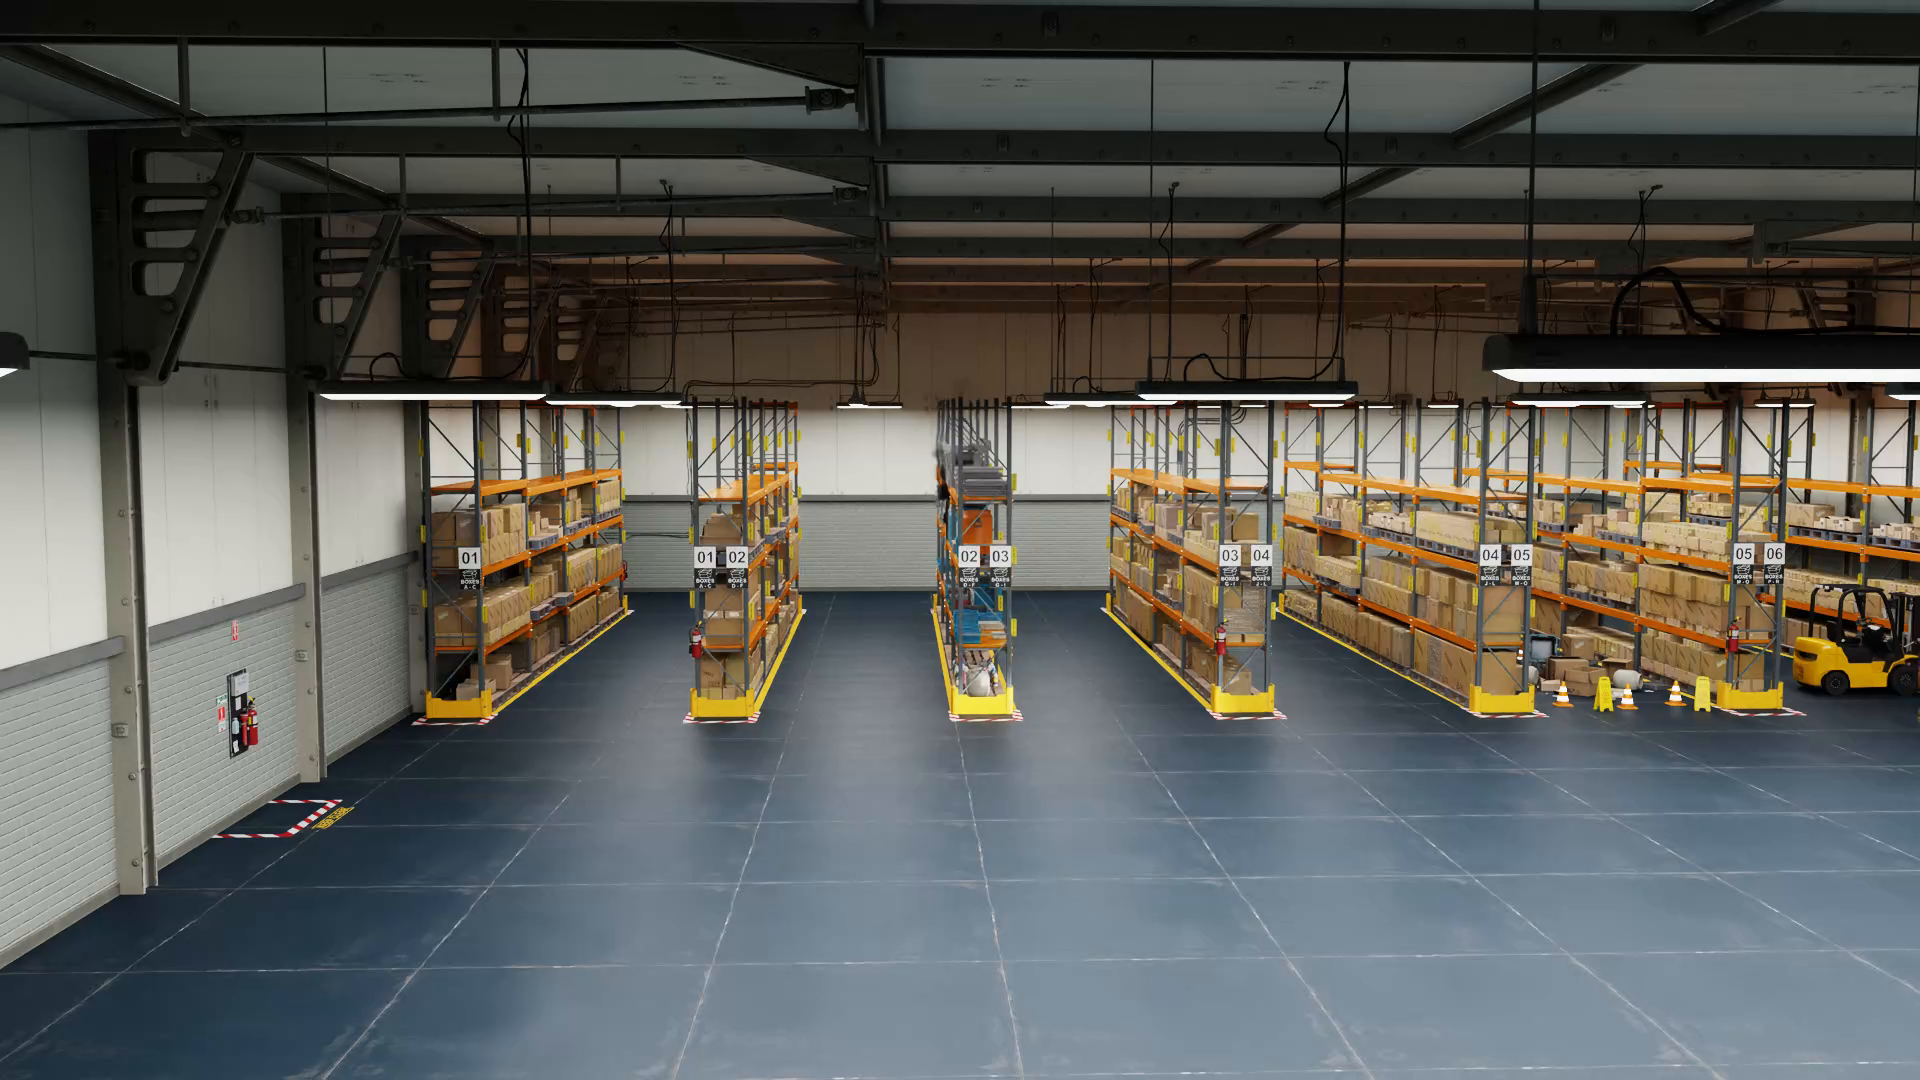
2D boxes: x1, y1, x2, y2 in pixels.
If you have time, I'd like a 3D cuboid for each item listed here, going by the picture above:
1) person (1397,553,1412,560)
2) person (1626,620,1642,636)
[{"bbox_3d":[13.044,1.041,49.198,0.776,1.826,0.685,-1,4,-10],"label":"person"},{"bbox_3d":[17.174,1.616,42.367,0.625,1.658,0.591,-1,4,-8],"label":"person"}]
